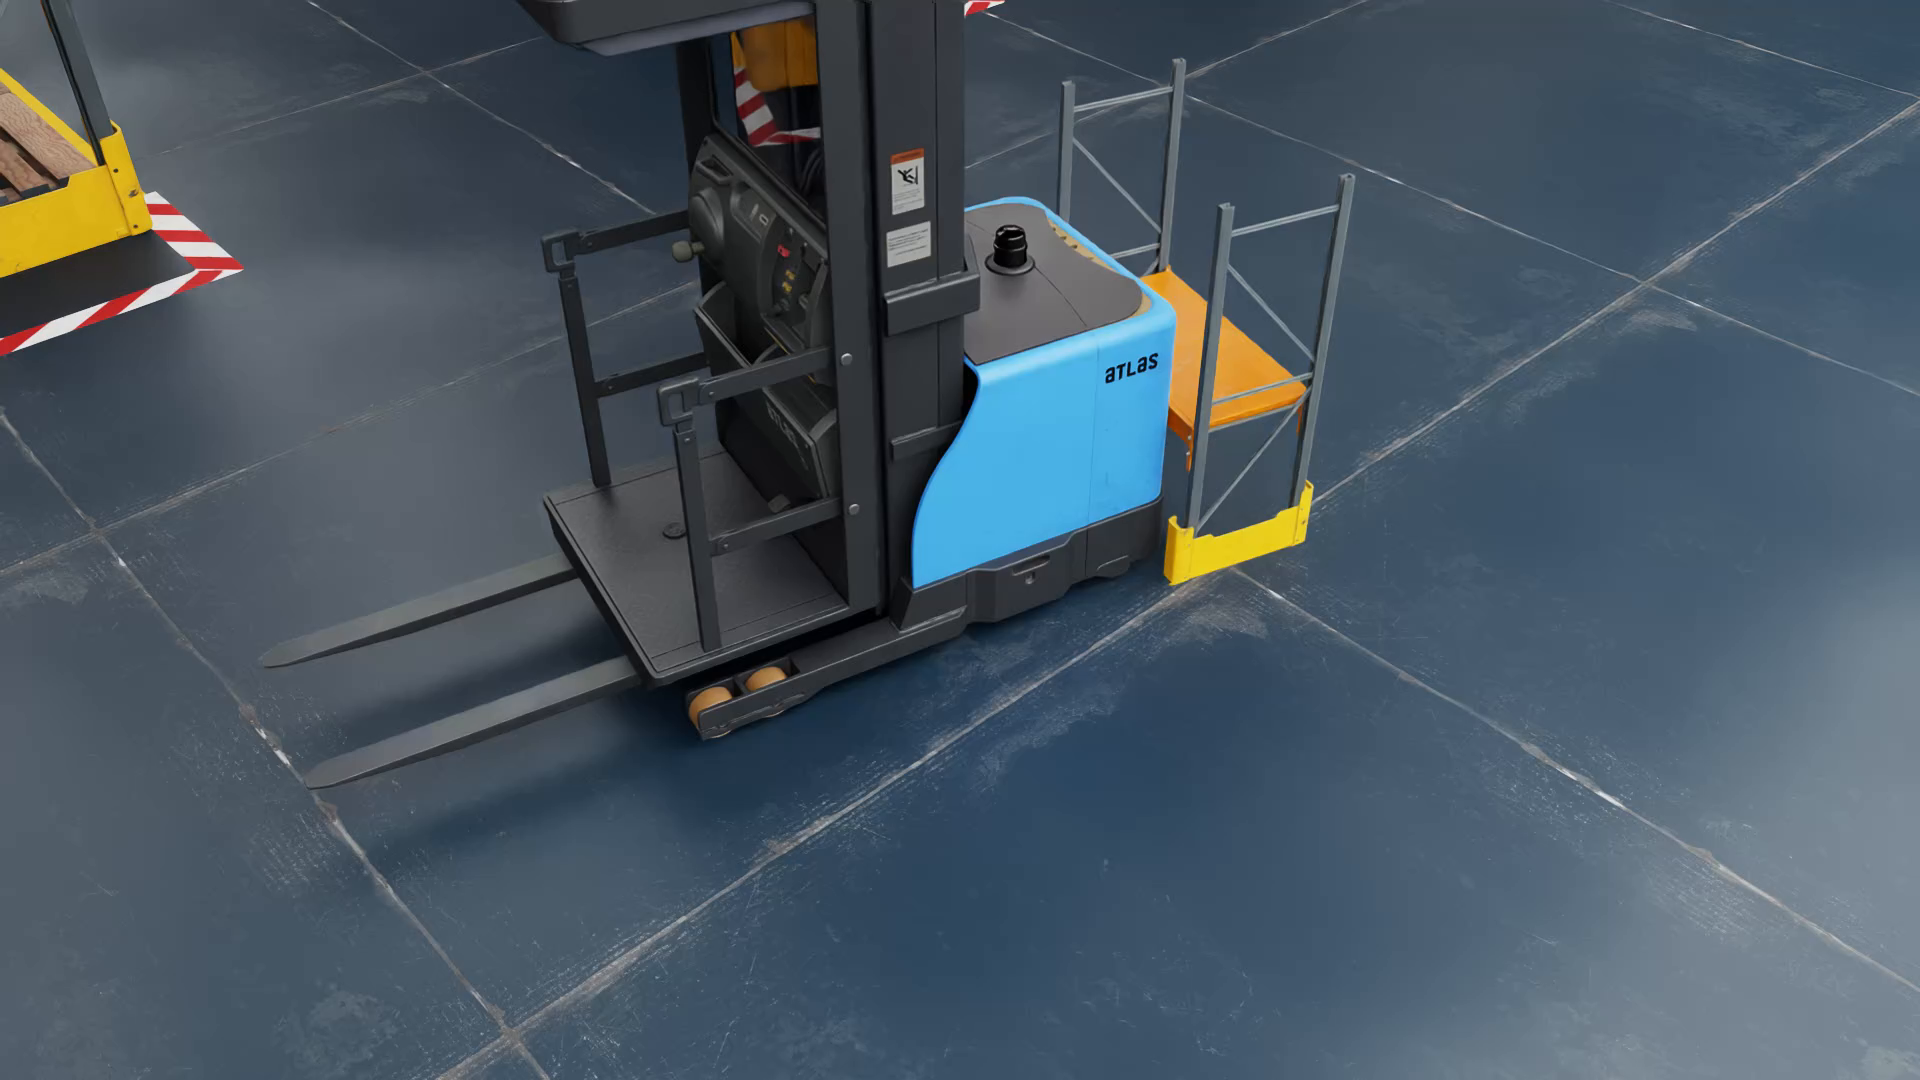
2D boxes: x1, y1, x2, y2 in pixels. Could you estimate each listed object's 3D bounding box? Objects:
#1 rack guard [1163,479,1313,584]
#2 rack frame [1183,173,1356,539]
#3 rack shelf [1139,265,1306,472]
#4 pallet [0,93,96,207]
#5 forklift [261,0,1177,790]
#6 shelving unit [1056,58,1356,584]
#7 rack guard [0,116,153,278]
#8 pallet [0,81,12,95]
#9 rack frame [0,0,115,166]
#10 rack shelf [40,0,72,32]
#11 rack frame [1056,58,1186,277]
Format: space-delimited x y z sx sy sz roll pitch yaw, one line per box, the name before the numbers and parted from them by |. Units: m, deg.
rack guard | 1.021 -0.037 6.097 0.587 0.250 0.087 -17 42 -20
rack frame | 1.029 -0.512 5.691 0.500 1.500 0.032 -17 42 -20
rack shelf | 0.807 -0.660 6.160 0.538 0.185 1.000 -17 42 -20
pallet | -5.023 -1.822 8.337 1.003 0.211 1.213 -30 48 -32
forklift | -0.800 -0.874 4.999 3.031 2.935 1.130 -20 43 -23
shelving unit | 0.804 -0.805 6.053 0.587 1.500 1.083 -17 42 -20
rack guard | -4.477 -1.556 7.778 1.175 0.500 0.348 -30 48 -32
pallet | -5.844 -2.386 9.036 1.003 0.211 1.213 -30 48 -32
rack frame | -4.391 -2.513 6.974 1.000 3.000 0.127 -30 48 -32
rack shelf | -5.744 -3.159 8.346 1.077 0.370 4.000 -30 48 -32
rack frame | 0.586 -1.087 6.403 0.500 1.500 0.032 -17 42 -20
